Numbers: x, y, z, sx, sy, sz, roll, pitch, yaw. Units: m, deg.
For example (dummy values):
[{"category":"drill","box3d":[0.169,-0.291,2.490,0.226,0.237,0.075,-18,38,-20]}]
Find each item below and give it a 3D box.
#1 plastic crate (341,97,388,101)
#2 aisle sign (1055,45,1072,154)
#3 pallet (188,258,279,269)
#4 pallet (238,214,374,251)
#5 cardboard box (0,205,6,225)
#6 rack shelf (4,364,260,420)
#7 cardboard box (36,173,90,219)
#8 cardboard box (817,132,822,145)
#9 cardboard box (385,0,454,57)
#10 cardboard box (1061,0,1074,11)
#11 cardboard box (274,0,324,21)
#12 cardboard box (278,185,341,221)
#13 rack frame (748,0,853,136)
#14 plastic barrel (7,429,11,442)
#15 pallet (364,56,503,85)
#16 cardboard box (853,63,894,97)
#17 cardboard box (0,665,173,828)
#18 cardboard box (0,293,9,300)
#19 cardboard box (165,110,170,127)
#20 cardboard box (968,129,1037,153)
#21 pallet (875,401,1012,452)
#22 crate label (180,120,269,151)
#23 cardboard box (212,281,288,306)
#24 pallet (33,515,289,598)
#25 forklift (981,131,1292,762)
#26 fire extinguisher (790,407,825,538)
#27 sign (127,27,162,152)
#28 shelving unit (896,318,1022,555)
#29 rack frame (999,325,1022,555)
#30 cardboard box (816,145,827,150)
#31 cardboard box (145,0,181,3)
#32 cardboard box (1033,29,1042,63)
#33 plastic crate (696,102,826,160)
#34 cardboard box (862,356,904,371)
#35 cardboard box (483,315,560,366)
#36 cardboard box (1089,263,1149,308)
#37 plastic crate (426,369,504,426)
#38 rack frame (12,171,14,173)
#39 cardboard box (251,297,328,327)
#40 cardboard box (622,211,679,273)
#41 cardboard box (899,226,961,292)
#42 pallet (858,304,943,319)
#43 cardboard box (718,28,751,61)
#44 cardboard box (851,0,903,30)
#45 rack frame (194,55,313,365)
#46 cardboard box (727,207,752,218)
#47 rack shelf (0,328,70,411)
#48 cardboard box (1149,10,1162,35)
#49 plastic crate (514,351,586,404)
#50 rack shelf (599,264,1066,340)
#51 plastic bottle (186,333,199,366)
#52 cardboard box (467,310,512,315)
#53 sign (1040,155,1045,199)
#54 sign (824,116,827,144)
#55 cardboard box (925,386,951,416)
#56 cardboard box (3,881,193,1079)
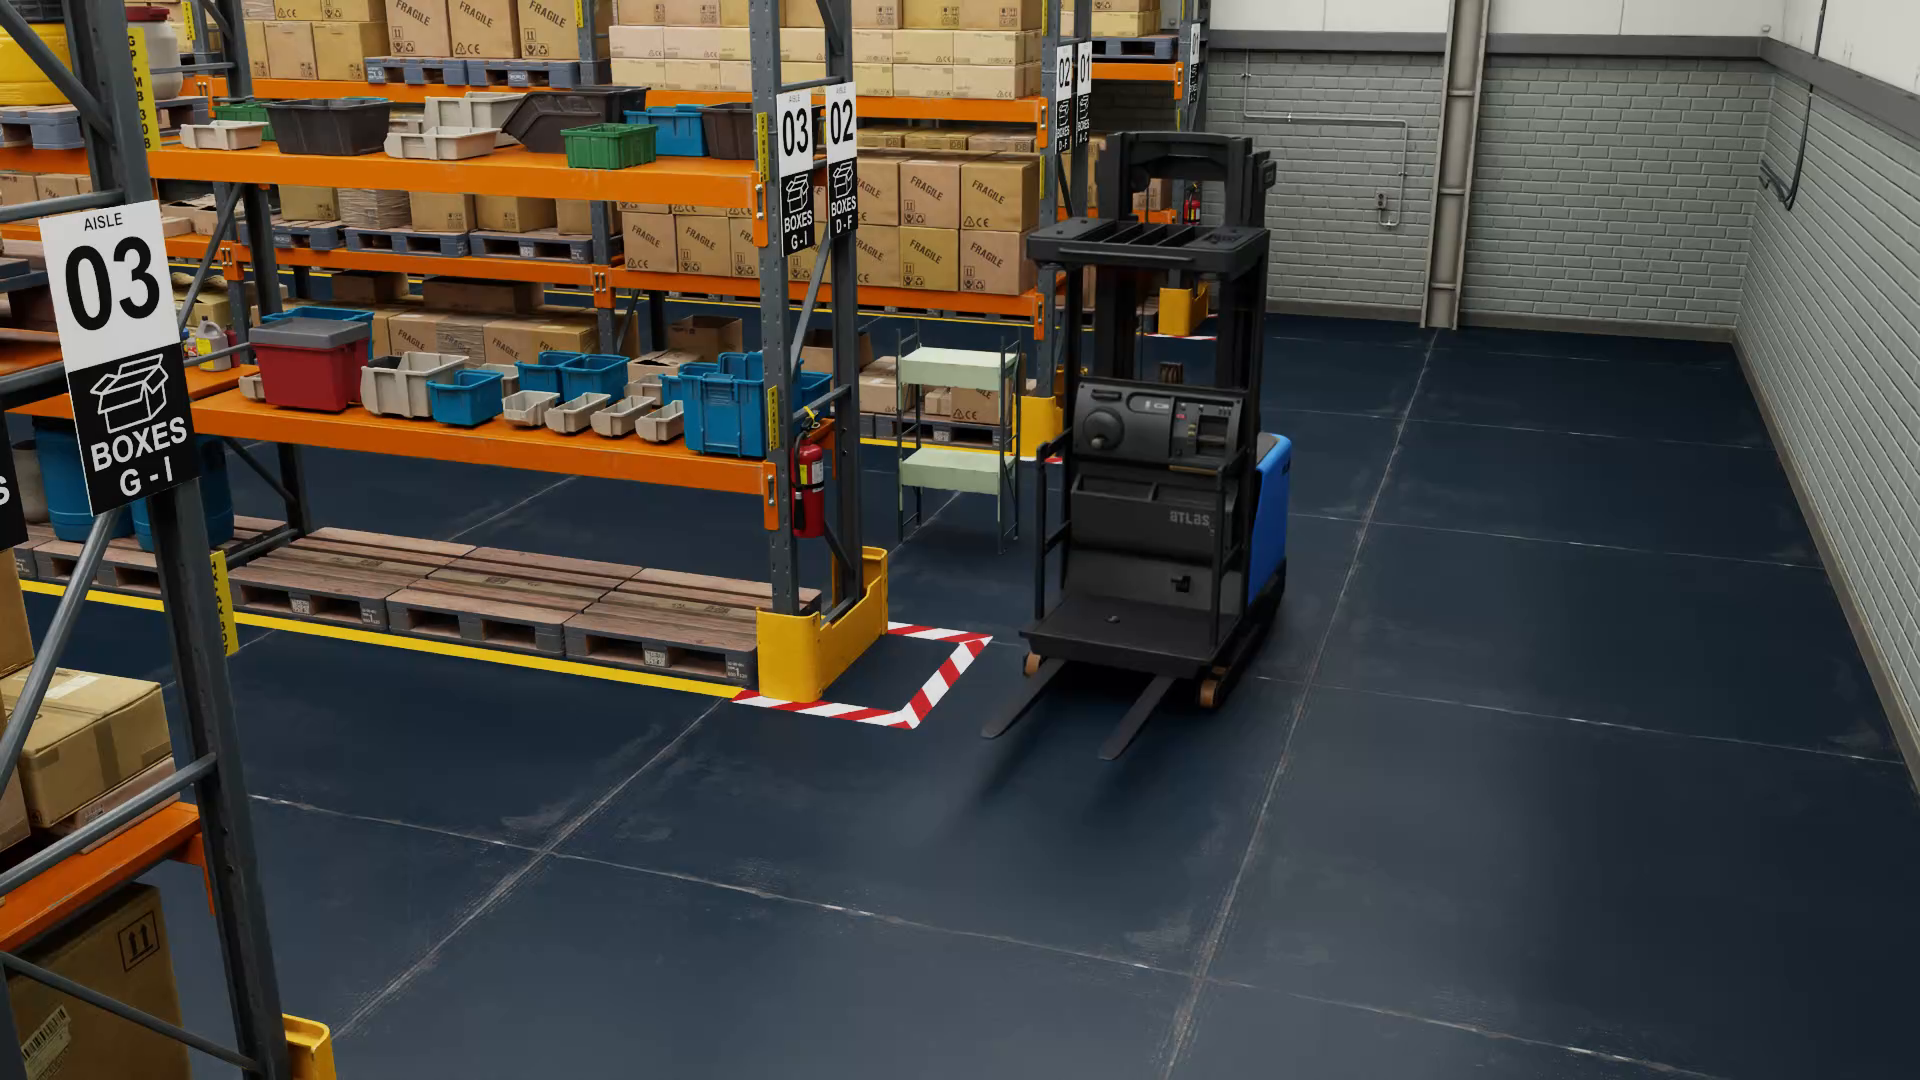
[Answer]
[{"category":"plastic crate","box3d":[-3.609,-2.493,9.867,0.300,0.233,0.416,7,20,18]},{"category":"aisle sign","box3d":[0.798,-3.387,12.786,0.004,0.787,0.394,7,20,18]},{"category":"pallet","box3d":[-9.526,-3.844,22.282,1.213,0.211,1.003,7,20,18]},{"category":"pallet","box3d":[-6.060,-2.984,15.871,1.003,0.211,1.213,7,20,18]},{"category":"cardboard box","box3d":[-9.732,-3.280,16.811,0.250,0.149,0.380,7,20,18]},{"category":"rack shelf","box3d":[-6.463,-1.031,11.069,4.000,0.370,1.077,7,20,18]},{"category":"cardboard box","box3d":[-8.811,-3.406,16.639,0.500,0.500,0.500,7,20,18]},{"category":"cardboard box","box3d":[-1.841,-4.403,19.017,0.500,0.500,0.500,6,20,17]},{"category":"cardboard box","box3d":[-4.657,-4.624,14.785,0.600,0.600,0.600,6,20,16]},{"category":"cardboard box","box3d":[1.206,-5.799,17.398,0.500,0.500,0.500,7,20,20]},{"category":"cardboard box","box3d":[-5.831,-4.958,15.014,0.500,0.500,0.500,7,20,18]},{"category":"cardboard box","box3d":[-6.091,-3.339,15.807,0.500,0.500,0.700,0,19,0]},{"category":"rack frame","box3d":[-0.795,-3.555,8.104,0.127,3.000,1.000,7,20,18]},{"category":"plastic barrel","box3d":[-6.818,-0.476,11.411,0.708,0.588,0.600,7,20,18]},{"category":"pallet","box3d":[-4.518,-4.225,14.868,1.003,0.211,1.213,7,20,18]},{"category":"cardboard box","box3d":[-0.683,-3.688,13.271,0.500,0.250,0.500,7,20,18]},{"category":"cardboard box","box3d":[-2.785,0.612,5.038,0.500,0.250,0.500,6,20,17]},{"category":"cardboard box","box3d":[-9.722,-2.545,17.008,0.500,0.311,0.500,6,20,17]},{"category":"cardboard box","box3d":[-9.901,-5.399,21.565,0.500,0.500,0.500,6,20,18]},{"category":"cardboard box","box3d":[0.563,-4.157,18.488,0.700,0.700,0.980,6,20,15]},{"category":"pallet","box3d":[0.009,-1.039,14.237,1.213,0.211,1.003,7,20,18]},{"category":"crate label","box3d":[-4.206,-2.304,9.471,0.466,0.136,0.293,7,20,18]},{"category":"cardboard box","box3d":[-7.121,-2.439,16.703,0.500,0.311,0.500,7,20,20]},{"category":"pallet","box3d":[-5.289,0.066,11.066,1.213,0.211,1.003,7,20,18]},{"category":"forklift","box3d":[0.998,-0.628,8.924,1.130,2.935,3.031,8,21,22]},{"category":"fire extinguisher","box3d":[-0.802,-0.352,8.713,0.183,0.674,0.296,7,20,18]},{"category":"sign","box3d":[-2.233,-1.221,4.516,0.005,0.325,0.100,7,20,18]},{"category":"shelving unit","box3d":[-0.006,-0.709,11.331,0.755,1.500,0.431,7,20,18]},{"category":"rack frame","box3d":[0.339,-0.669,11.218,0.023,1.500,0.400,7,20,18]},{"category":"cardboard box","box3d":[-1.421,-3.130,14.328,0.500,0.500,0.500,7,20,18]},{"category":"cardboard box","box3d":[-9.966,-7.070,21.043,0.500,0.500,0.500,8,21,21]},{"category":"cardboard box","box3d":[0.434,-3.980,13.348,0.500,0.250,0.500,7,20,18]},{"category":"plastic crate","box3d":[-1.067,-2.205,8.987,0.590,0.269,0.497,7,20,18]},{"category":"cardboard box","box3d":[-0.531,-1.426,14.620,0.500,0.250,0.500,7,20,18]},{"category":"cardboard box","box3d":[-3.969,-1.742,15.145,0.500,0.500,0.500,7,20,18]},{"category":"cardboard box","box3d":[1.762,-2.865,18.398,0.500,0.500,0.700,7,20,18]},{"category":"plastic crate","box3d":[-2.819,-0.814,9.516,0.300,0.233,0.416,7,20,18]},{"category":"rack frame","box3d":[-12.658,-5.531,22.886,0.127,3.000,1.000,7,20,18]},{"category":"cardboard box","box3d":[-6.387,-2.015,15.930,0.500,0.500,0.500,7,21,20]},{"category":"cardboard box","box3d":[-2.553,-2.601,14.330,0.500,0.500,0.500,7,20,19]},{"category":"cardboard box","box3d":[-0.170,-2.328,13.545,0.500,0.500,0.500,7,20,19]},{"category":"pallet","box3d":[-0.630,-2.811,19.321,1.213,0.211,1.003,7,20,18]},{"category":"cardboard box","box3d":[-1.625,-4.035,13.505,0.500,0.250,0.500,7,20,18]},{"category":"cardboard box","box3d":[-0.609,-4.349,13.268,0.500,0.500,0.700,7,20,18]},{"category":"rack frame","box3d":[-6.723,-3.126,15.987,0.127,3.000,1.000,7,20,18]},{"category":"cardboard box","box3d":[-1.619,-2.964,13.850,0.500,0.500,0.500,6,20,16]},{"category":"rack shelf","box3d":[-4.310,-0.475,4.917,4.000,0.370,1.077,7,20,18]},{"category":"cardboard box","box3d":[1.847,-5.549,17.818,0.500,0.250,0.500,8,21,21]},{"category":"plastic crate","box3d":[-2.448,-0.975,9.980,0.300,0.233,0.416,7,20,18]},{"category":"rack shelf","box3d":[-1.055,-2.138,14.246,4.000,0.370,1.077,7,20,18]},{"category":"plastic bottle","box3d":[-5.021,-1.254,10.918,0.097,0.201,0.097,0,19,0]},{"category":"cardboard box","box3d":[-4.299,-1.960,15.771,0.500,0.500,0.500,7,20,19]},{"category":"sign","box3d":[0.633,-2.788,12.777,0.005,0.325,0.100,7,20,18]},{"category":"sign","box3d":[-1.491,-4.574,18.503,0.005,0.325,0.100,7,20,18]},{"category":"cardboard box","box3d":[-0.114,-1.186,14.057,0.250,0.166,0.380,7,20,18]},{"category":"cardboard box","box3d":[-3.051,1.578,5.081,0.875,0.875,0.875,7,20,18]}]
